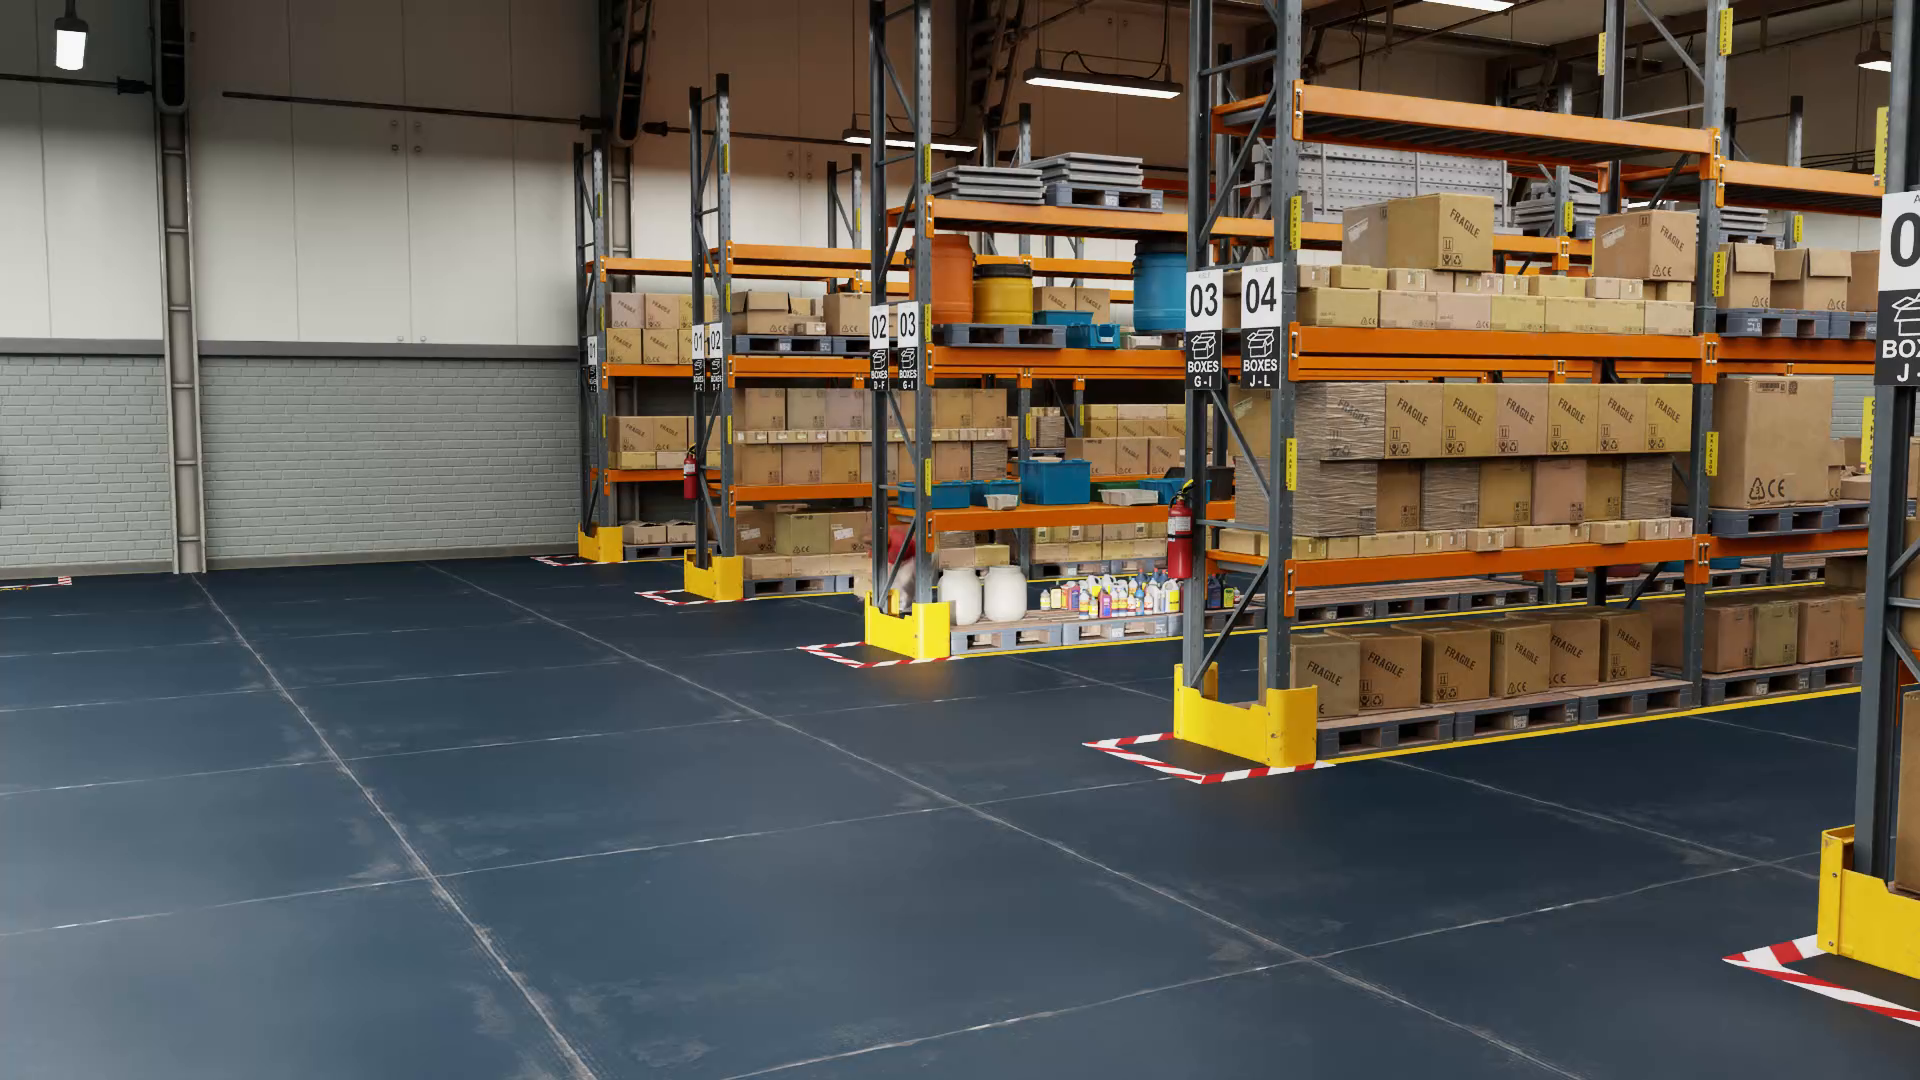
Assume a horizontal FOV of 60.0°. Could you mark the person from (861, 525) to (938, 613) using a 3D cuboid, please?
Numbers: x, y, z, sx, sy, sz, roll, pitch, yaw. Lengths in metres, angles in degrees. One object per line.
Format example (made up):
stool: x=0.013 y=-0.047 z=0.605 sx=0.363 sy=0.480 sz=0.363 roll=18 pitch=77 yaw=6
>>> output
person: x=-0.682 y=0.305 z=18.209 sx=0.920 sy=0.976 sz=0.542 roll=-3 pitch=6 yaw=-31
